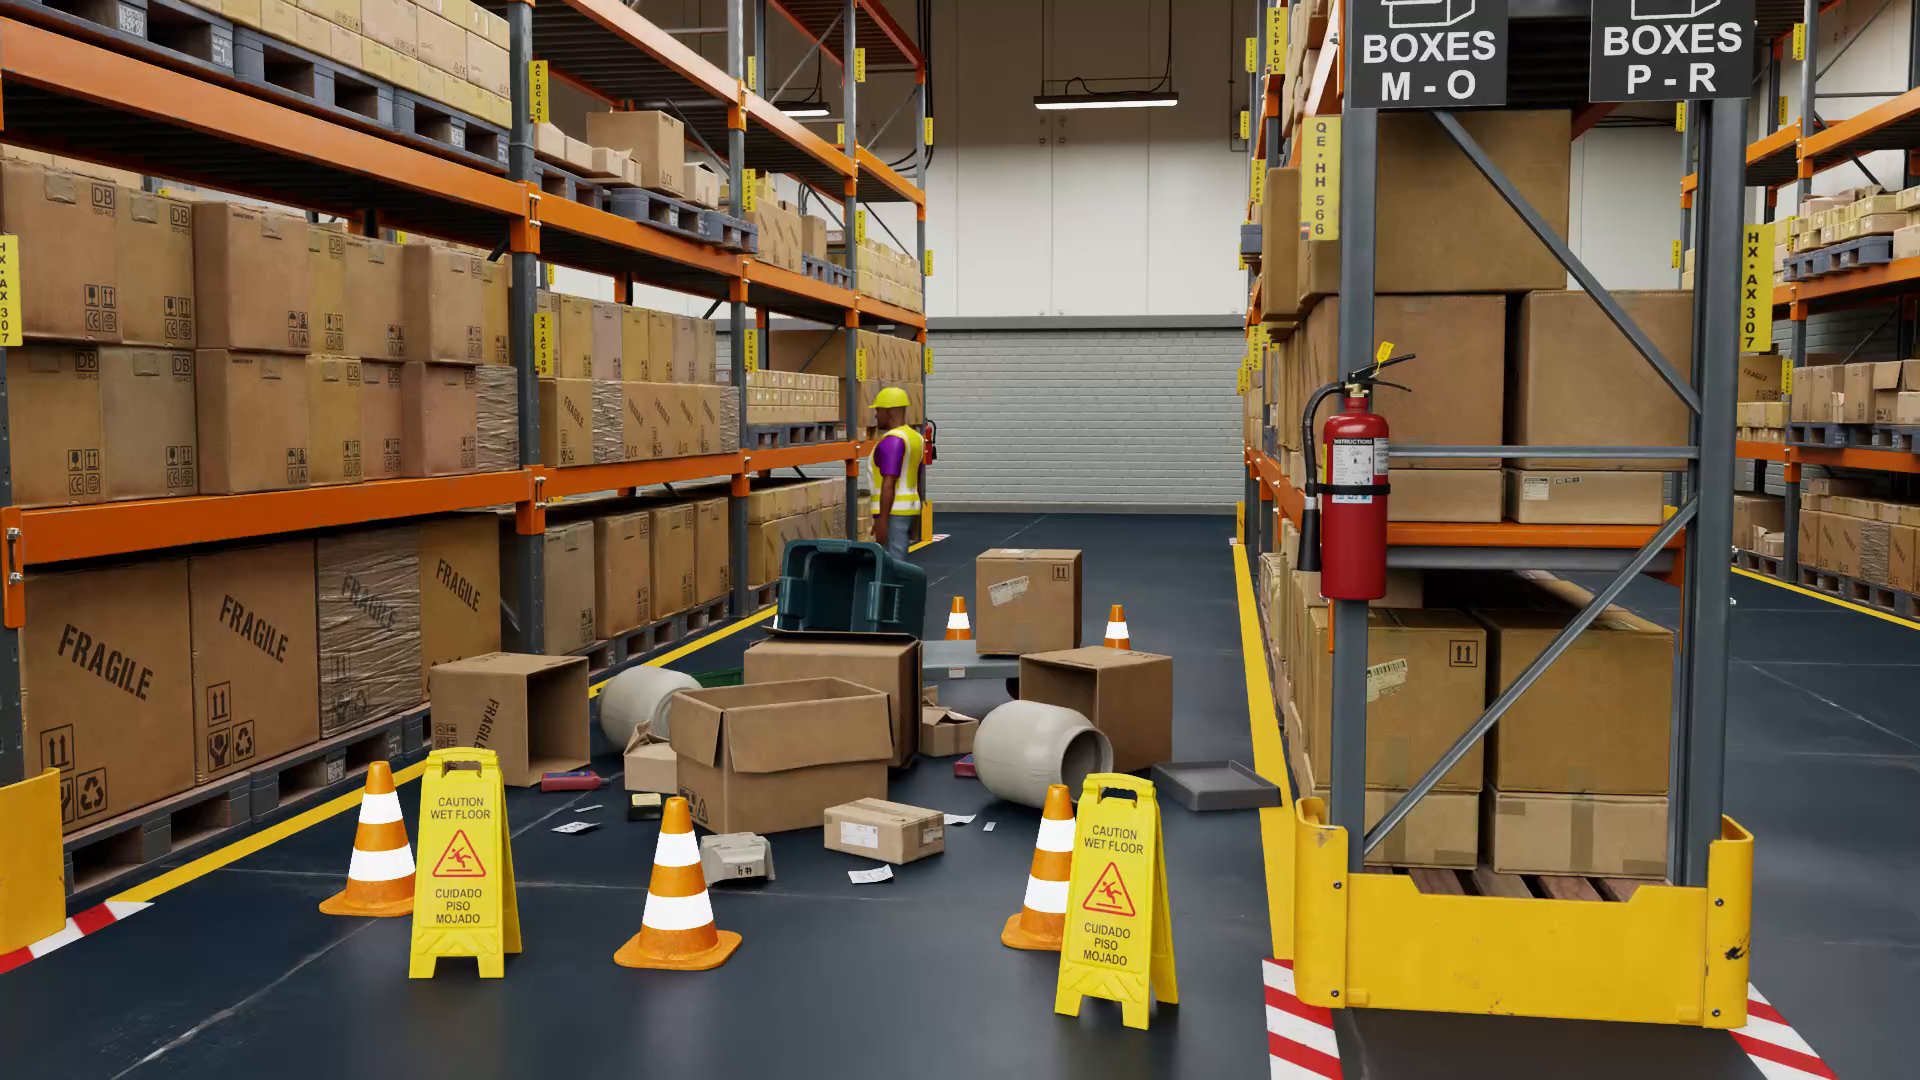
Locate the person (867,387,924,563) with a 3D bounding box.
[{"bbox_3d":[-0.506,-0.159,11.440,0.570,1.774,0.600,1,5,14],"label":"person"}]
